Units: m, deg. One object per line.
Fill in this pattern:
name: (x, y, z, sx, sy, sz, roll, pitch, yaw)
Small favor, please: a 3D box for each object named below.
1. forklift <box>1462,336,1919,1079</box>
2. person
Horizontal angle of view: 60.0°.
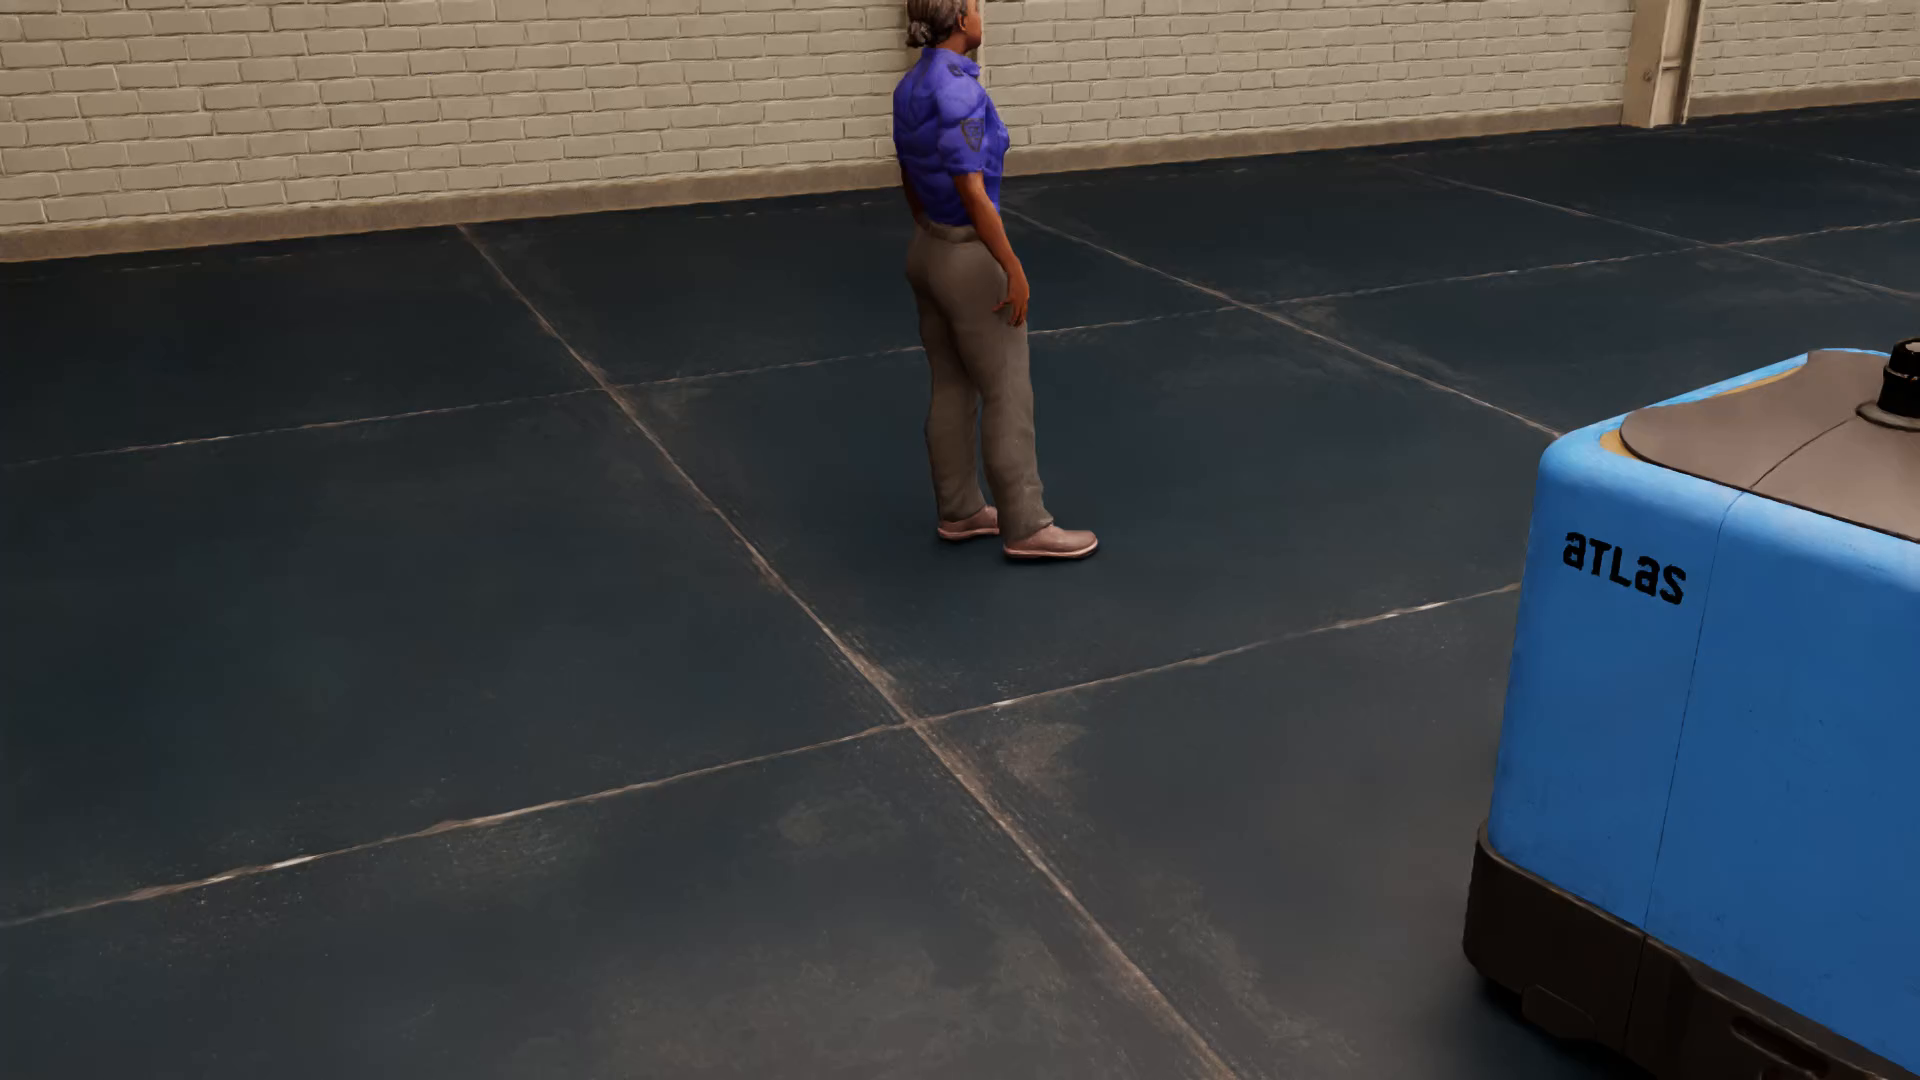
forklift: (2.227, -0.191, 1.745, 1.130, 2.935, 3.031, -16, 28, -34)
person: (0.088, -0.778, 4.805, 0.503, 1.654, 0.570, -10, 25, -23)
